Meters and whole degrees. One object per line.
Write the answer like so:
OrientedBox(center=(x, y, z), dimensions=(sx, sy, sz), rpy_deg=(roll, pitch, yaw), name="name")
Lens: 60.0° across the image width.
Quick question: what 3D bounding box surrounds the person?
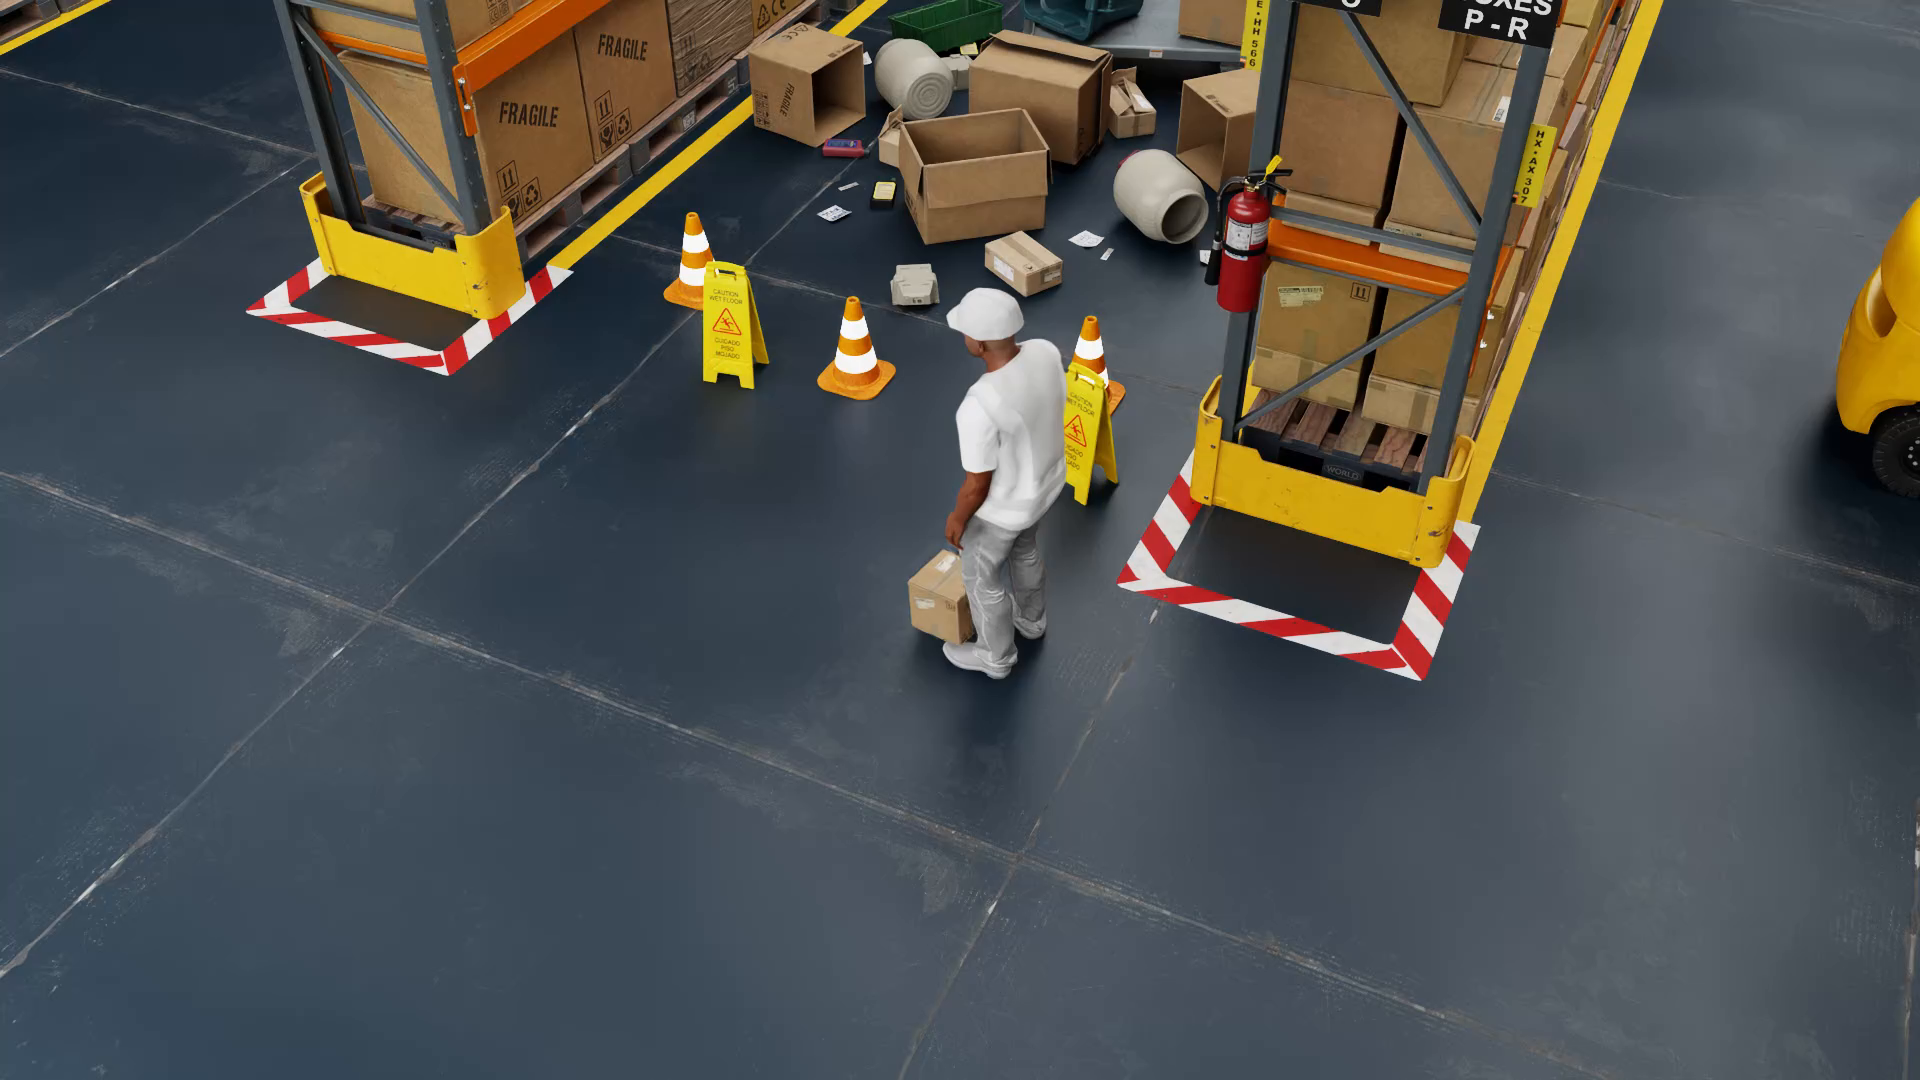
OrientedBox(center=(0.163, -0.200, 6.369), dimensions=(0.449, 1.762, 0.607), rpy_deg=(25, 47, 25), name="person")
